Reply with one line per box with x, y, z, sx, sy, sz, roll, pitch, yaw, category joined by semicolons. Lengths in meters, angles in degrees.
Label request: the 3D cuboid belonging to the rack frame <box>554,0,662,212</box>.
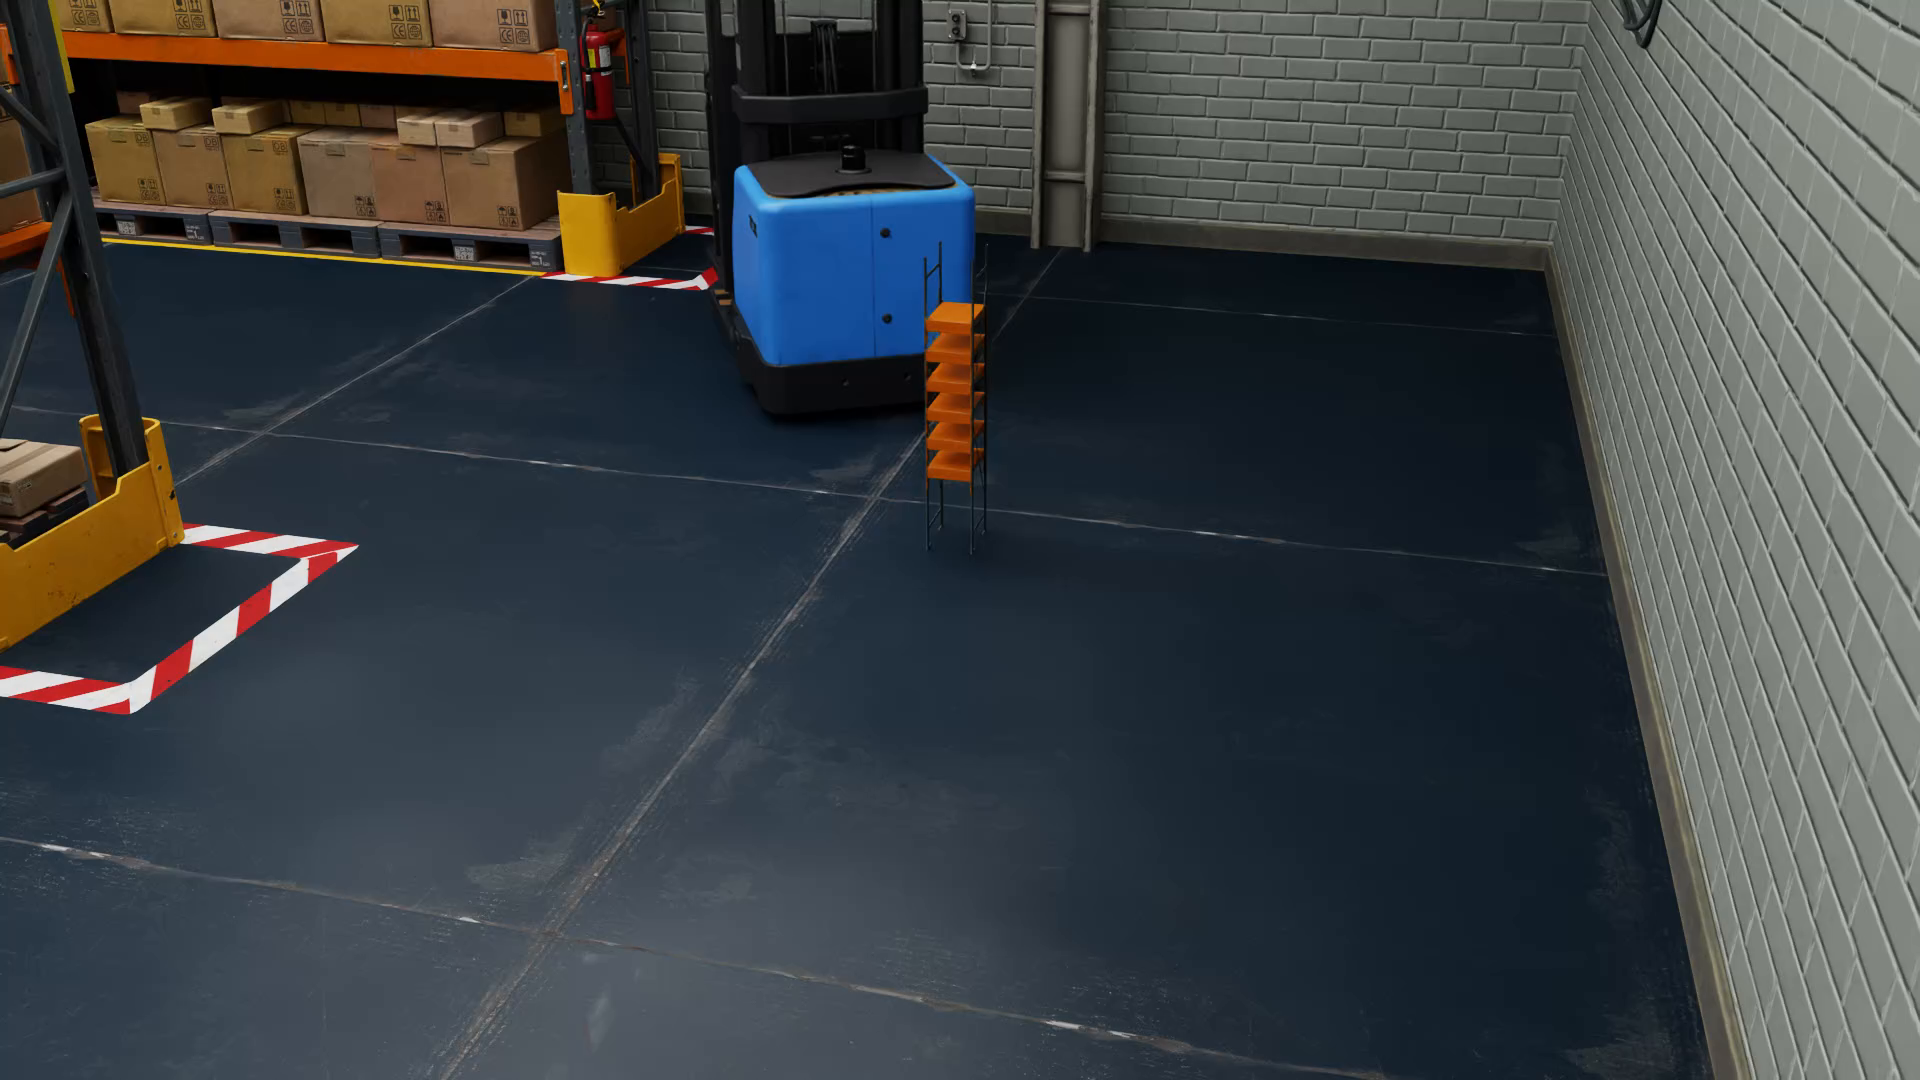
-2.146;-3.206;9.994;0.127;3.000;1.000;6;26;13;rack frame

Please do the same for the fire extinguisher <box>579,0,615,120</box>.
-2.115;-2.794;9.654;0.183;0.674;0.296;6;26;13;fire extinguisher

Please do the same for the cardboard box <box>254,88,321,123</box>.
-4.402;-2.853;10.917;0.250;0.149;0.380;7;26;14;cardboard box

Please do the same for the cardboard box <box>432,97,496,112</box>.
-3.169;-2.717;10.632;0.250;0.149;0.380;6;26;13;cardboard box

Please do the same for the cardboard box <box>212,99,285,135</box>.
-4.530;-2.697;10.590;0.250;0.149;0.380;6;26;12;cardboard box

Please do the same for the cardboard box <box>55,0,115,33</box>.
-5.499;-3.705;10.693;0.700;0.700;0.980;7;26;14;cardboard box

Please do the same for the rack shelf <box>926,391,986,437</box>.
-0.014;-0.503;6.514;0.180;0.103;0.258;6;26;13;rack shelf

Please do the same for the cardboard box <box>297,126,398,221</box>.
-3.821;-2.407;10.736;0.500;0.500;0.700;5;26;11;cardboard box

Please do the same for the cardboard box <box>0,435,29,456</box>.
-3.939;-0.277;6.627;0.250;0.166;0.380;6;26;13;cardboard box

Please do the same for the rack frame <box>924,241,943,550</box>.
-0.103;-0.553;6.516;0.006;1.200;0.240;6;26;13;rack frame

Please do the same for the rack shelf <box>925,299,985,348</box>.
-0.014;-0.828;6.360;0.180;0.103;0.258;6;26;13;rack shelf

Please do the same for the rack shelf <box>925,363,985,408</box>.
-0.014;-0.612;6.463;0.180;0.103;0.258;6;26;13;rack shelf

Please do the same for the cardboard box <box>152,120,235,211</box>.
-4.836;-2.517;10.967;0.500;0.500;0.700;6;26;12;cardboard box

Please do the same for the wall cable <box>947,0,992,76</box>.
-0.671;-3.921;10.315;1.851;1.984;0.084;6;26;13;wall cable

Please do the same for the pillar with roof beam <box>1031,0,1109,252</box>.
-0.388;-4.193;5.090;0.400;9.000;9.100;6;26;13;pillar with roof beam

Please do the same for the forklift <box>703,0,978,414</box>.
-0.791;-2.525;8.644;1.130;2.935;3.031;-7;26;-14;forklift

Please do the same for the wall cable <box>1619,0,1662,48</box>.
3.242;-3.758;7.788;0.112;2.526;3.097;6;26;13;wall cable

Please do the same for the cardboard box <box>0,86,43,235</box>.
-3.741;-1.346;5.971;0.500;0.500;0.500;7;26;14;cardboard box

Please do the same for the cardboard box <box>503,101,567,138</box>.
-2.678;-2.663;10.519;0.250;0.149;0.380;6;26;13;cardboard box

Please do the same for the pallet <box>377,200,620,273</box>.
-2.940;-2.000;10.705;1.213;0.211;1.003;6;26;13;pallet

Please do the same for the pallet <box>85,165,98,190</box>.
-6.786;-2.426;11.601;1.213;0.211;1.003;6;26;13;pallet

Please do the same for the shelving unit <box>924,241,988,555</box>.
-0.014;-0.543;6.495;0.189;1.200;0.258;6;26;13;shelving unit

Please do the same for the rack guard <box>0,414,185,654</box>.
-3.450;-0.023;6.216;0.348;0.500;1.175;6;26;13;rack guard

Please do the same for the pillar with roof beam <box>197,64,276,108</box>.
-6.199;-4.836;6.439;0.400;9.000;9.100;6;26;13;pillar with roof beam

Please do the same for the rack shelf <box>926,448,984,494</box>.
-0.014;-0.286;6.618;0.180;0.103;0.258;6;26;13;rack shelf

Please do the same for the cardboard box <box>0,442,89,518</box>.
-3.696;-0.243;6.575;0.250;0.149;0.380;6;26;13;cardboard box

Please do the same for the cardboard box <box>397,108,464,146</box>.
-3.267;-2.558;10.298;0.250;0.149;0.380;7;26;14;cardboard box

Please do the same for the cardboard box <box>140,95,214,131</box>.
-5.035;-2.753;10.707;0.250;0.149;0.380;7;26;15;cardboard box

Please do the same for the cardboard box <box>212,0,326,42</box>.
-4.086;-3.551;10.369;0.700;0.700;0.980;5;26;10;cardboard box

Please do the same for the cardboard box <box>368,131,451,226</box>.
-3.334;-2.354;10.624;0.500;0.500;0.700;6;26;13;cardboard box

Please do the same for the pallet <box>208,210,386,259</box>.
-4.118;-2.131;10.981;1.213;0.211;1.003;6;26;13;pallet

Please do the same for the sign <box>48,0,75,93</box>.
-3.241;-1.760;5.950;0.005;0.325;0.100;6;26;13;sign

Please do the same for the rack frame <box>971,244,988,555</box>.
0.075;-0.533;6.475;0.006;1.200;0.240;6;26;13;rack frame

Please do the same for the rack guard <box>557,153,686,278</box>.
-2.123;-2.075;10.526;0.348;0.500;1.175;6;26;13;rack guard

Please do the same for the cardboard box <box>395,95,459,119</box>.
-3.411;-2.744;10.689;0.250;0.149;0.380;7;26;13;cardboard box

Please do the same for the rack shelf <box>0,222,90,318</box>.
-5.313;-1.033;6.266;4.000;0.370;1.077;6;26;13;rack shelf

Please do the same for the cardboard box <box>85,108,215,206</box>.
-5.322;-2.572;11.083;0.500;0.500;0.700;7;26;14;cardboard box

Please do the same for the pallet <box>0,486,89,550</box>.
-4.222;0.023;6.457;1.213;0.211;1.003;6;26;13;pallet

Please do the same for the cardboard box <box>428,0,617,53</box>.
-2.643;-3.392;10.036;0.700;0.700;0.980;8;26;15;cardboard box

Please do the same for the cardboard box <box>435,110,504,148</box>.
-3.019;-2.531;10.242;0.250;0.149;0.380;6;26;12;cardboard box

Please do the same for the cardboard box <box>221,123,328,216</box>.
-4.339;-2.461;10.850;0.500;0.500;0.700;7;26;14;cardboard box

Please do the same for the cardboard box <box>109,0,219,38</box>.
-4.793;-3.624;10.524;0.700;0.700;0.980;6;26;12;cardboard box

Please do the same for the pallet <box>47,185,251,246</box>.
-5.303;-2.261;11.254;1.213;0.211;1.003;6;26;13;pallet

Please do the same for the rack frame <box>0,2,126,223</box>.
-6.020;-3.634;10.894;0.127;3.000;1.000;6;26;13;rack frame

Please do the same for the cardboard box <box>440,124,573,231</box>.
-2.849;-2.300;10.511;0.500;0.500;0.700;6;26;13;cardboard box

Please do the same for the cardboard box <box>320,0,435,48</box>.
-3.350;-3.465;10.190;0.700;0.700;0.980;6;26;13;cardboard box

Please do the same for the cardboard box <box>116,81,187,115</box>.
-5.413;-2.964;11.150;0.250;0.149;0.380;6;26;13;cardboard box

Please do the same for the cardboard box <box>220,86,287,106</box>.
-4.646;-2.880;10.974;0.250;0.149;0.380;5;26;11;cardboard box

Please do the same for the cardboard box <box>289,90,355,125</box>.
-4.152;-2.825;10.860;0.250;0.149;0.380;6;26;12;cardboard box

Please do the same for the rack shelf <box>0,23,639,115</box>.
-4.083;-3.095;10.599;4.000;0.370;1.077;6;26;13;rack shelf

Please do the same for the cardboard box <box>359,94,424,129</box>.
-3.658;-2.771;10.745;0.250;0.149;0.380;7;26;14;cardboard box

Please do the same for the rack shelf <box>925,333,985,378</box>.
-0.014;-0.720;6.411;0.180;0.103;0.258;6;26;13;rack shelf

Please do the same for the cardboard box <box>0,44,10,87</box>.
-3.741;-1.797;5.756;0.500;0.500;0.500;7;26;15;cardboard box

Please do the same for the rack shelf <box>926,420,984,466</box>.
-0.014;-0.395;6.566;0.180;0.103;0.258;6;26;13;rack shelf

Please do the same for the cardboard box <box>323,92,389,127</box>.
-3.907;-2.798;10.802;0.250;0.149;0.380;7;26;14;cardboard box

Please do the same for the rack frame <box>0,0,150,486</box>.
-3.376;-1.143;5.662;0.127;3.000;1.000;6;26;13;rack frame
